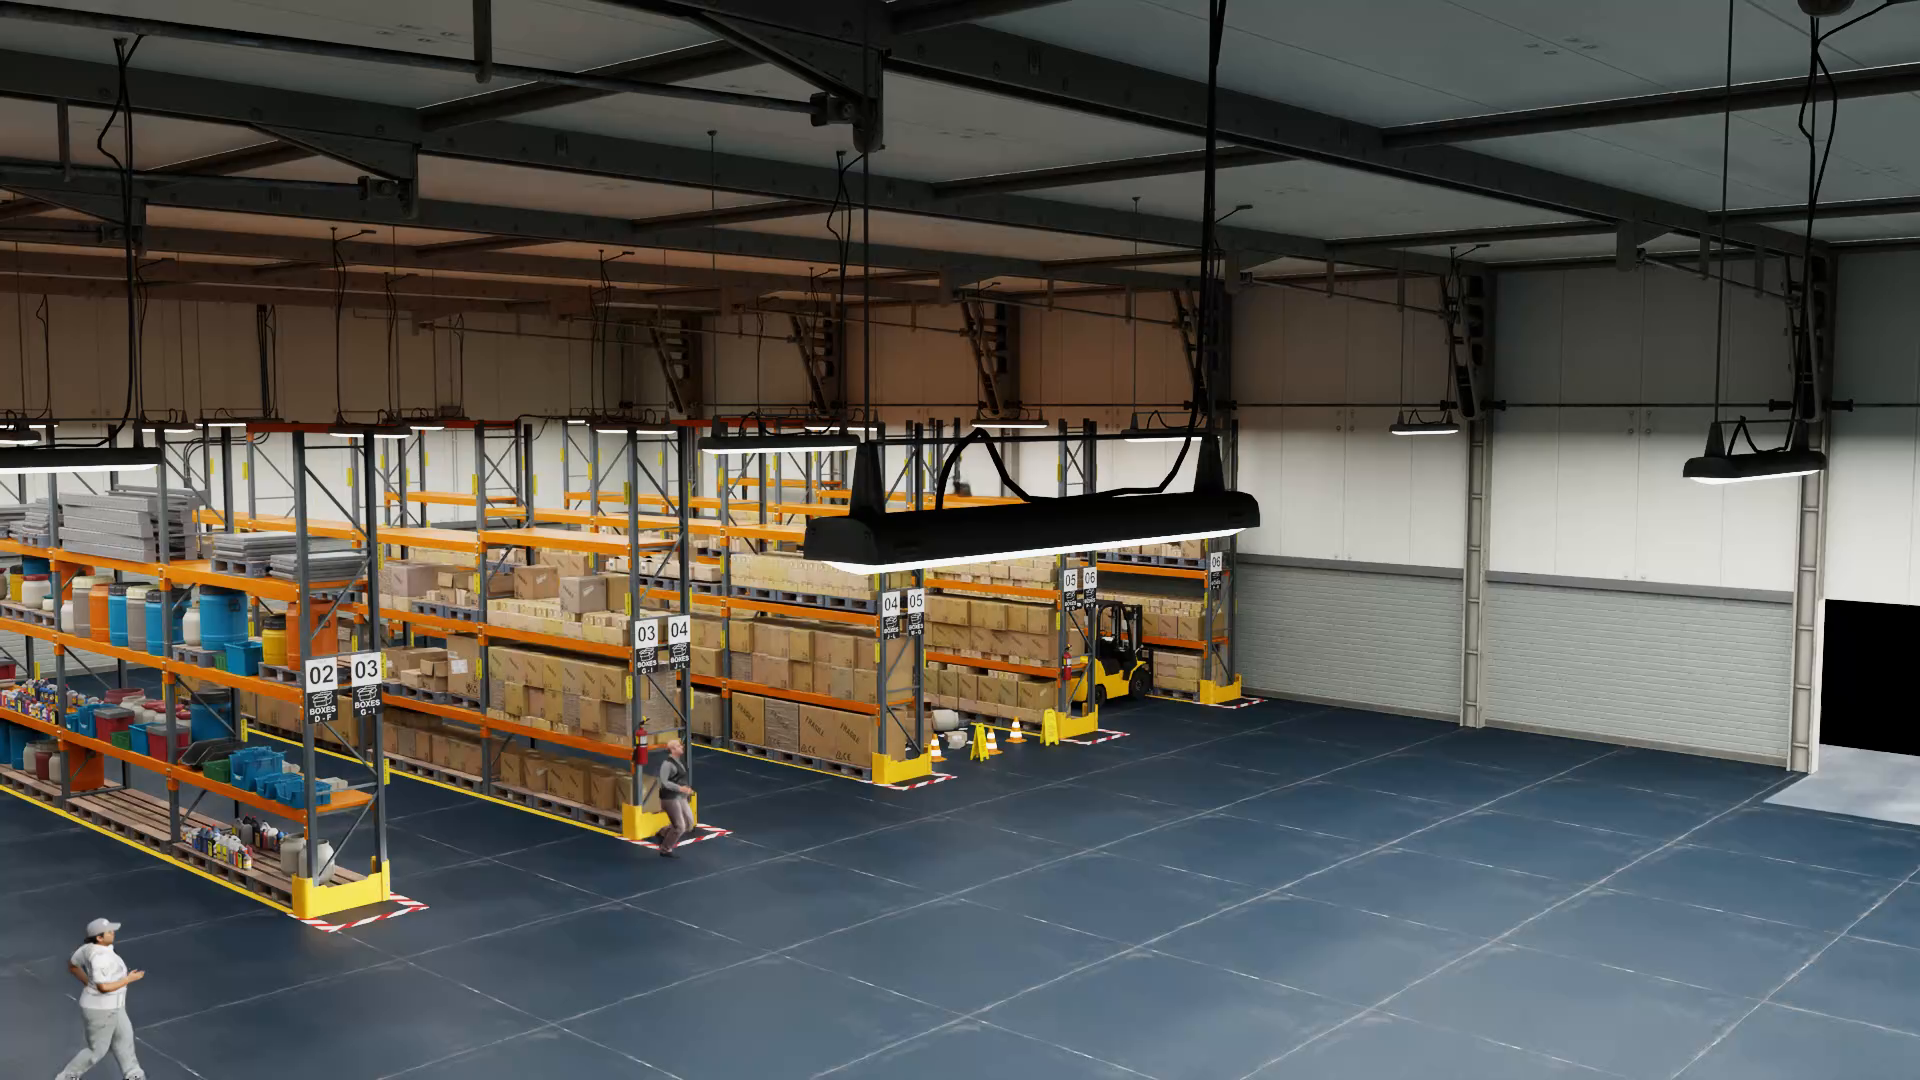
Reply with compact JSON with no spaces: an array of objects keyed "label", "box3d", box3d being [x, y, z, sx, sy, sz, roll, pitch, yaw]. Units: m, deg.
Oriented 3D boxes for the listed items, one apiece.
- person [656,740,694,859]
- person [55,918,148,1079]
[{"label":"person","box3d":[-3.960,3.606,23.187,0.605,1.652,0.655,1,5,12]},{"label":"person","box3d":[-7.771,4.255,15.052,0.893,1.687,0.604,-3,5,-29]}]
